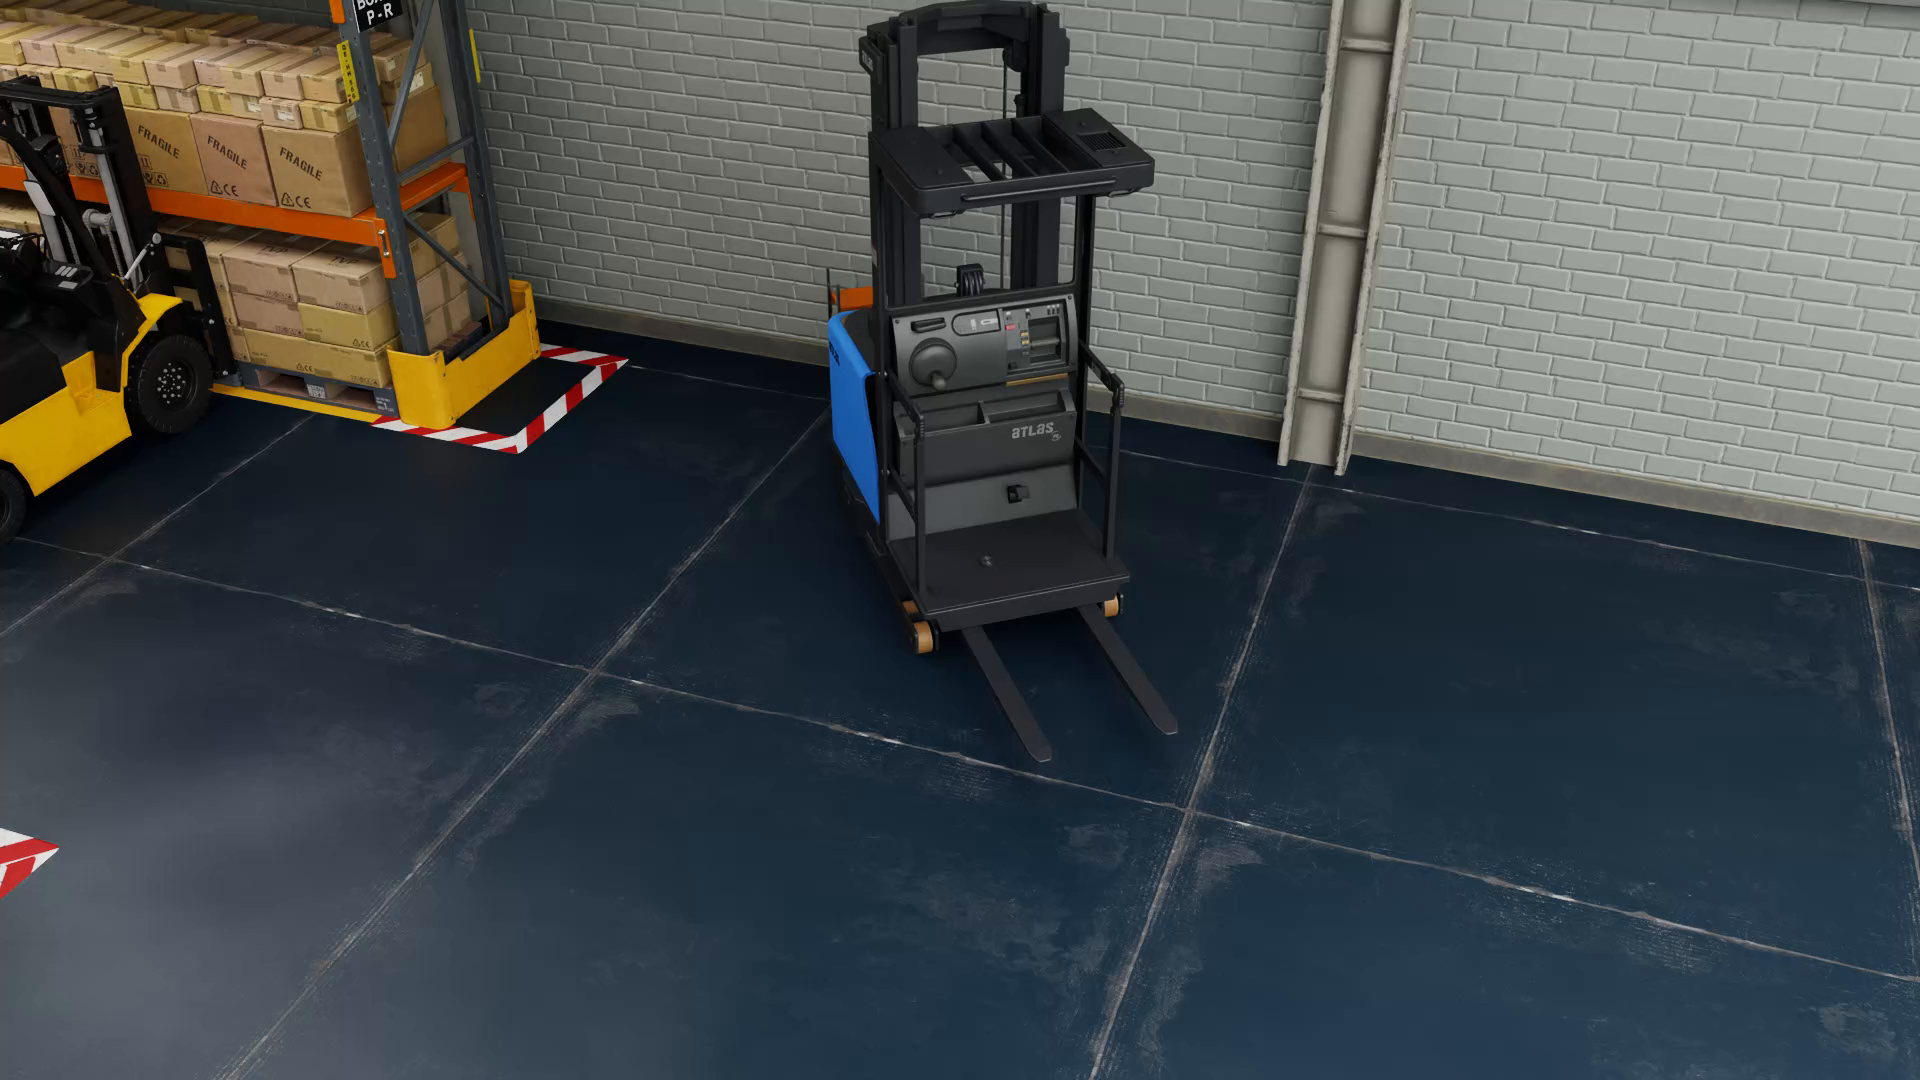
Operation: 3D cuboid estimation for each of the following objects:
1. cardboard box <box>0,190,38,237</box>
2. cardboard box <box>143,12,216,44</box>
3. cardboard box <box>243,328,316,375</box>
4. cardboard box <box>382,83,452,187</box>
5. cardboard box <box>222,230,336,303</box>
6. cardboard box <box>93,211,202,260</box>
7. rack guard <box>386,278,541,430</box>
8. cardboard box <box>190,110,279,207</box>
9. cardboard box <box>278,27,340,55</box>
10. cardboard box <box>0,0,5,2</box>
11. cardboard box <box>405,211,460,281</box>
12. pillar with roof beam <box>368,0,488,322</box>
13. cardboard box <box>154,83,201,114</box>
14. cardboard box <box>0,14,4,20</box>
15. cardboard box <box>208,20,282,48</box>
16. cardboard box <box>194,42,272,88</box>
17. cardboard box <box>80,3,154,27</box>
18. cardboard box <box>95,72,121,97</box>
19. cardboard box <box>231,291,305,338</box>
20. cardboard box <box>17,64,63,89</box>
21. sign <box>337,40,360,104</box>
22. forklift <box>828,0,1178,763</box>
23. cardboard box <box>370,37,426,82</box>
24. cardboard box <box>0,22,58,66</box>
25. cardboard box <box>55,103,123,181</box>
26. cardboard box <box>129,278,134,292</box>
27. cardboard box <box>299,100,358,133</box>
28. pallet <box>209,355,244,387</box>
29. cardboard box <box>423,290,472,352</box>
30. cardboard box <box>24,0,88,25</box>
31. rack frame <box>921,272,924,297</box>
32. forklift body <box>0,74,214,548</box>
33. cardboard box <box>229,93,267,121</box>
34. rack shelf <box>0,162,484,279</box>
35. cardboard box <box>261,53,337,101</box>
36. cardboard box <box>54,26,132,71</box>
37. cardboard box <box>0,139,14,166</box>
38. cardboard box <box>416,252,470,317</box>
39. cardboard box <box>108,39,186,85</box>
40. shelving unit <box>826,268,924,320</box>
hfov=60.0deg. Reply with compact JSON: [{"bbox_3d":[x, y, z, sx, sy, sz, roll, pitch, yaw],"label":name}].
[{"bbox_3d":[-6.108,-2.090,10.916,0.500,0.250,0.500,11,34,17],"label":"cardboard box"},{"bbox_3d":[-4.861,-3.172,10.401,0.250,0.149,0.380,11,34,17],"label":"cardboard box"},{"bbox_3d":[-4.184,-1.306,10.624,0.500,0.250,0.500,11,34,16],"label":"cardboard box"},{"bbox_3d":[-3.543,-2.539,10.293,0.500,0.500,0.500,12,35,18],"label":"cardboard box"},{"bbox_3d":[-4.192,-1.721,10.345,0.500,0.250,0.500,12,35,17],"label":"cardboard box"},{"bbox_3d":[-5.145,-1.905,10.629,0.500,0.250,0.500,10,34,15],"label":"cardboard box"},{"bbox_3d":[-3.148,-1.210,10.631,0.348,0.500,1.175,11,34,16],"label":"rack guard"},{"bbox_3d":[-4.208,-2.362,10.019,0.500,0.500,0.500,12,35,18],"label":"cardboard box"},{"bbox_3d":[-3.903,-2.981,10.105,0.250,0.149,0.380,12,35,17],"label":"cardboard box"},{"bbox_3d":[-6.311,-3.465,10.854,0.250,0.149,0.380,10,34,15],"label":"cardboard box"},{"bbox_3d":[-3.559,-1.890,10.607,0.500,0.250,0.500,10,34,16],"label":"cardboard box"},{"bbox_3d":[-4.974,-3.174,5.838,0.400,9.000,9.100,11,34,16],"label":"pillar with roof beam"},{"bbox_3d":[-4.562,-2.686,9.922,0.250,0.149,0.380,10,34,15],"label":"cardboard box"},{"bbox_3d":[-6.216,-3.182,10.417,0.250,0.149,0.380,10,34,16],"label":"cardboard box"},{"bbox_3d":[-4.387,-3.069,10.242,0.250,0.149,0.380,12,35,18],"label":"cardboard box"},{"bbox_3d":[-4.286,-2.809,9.838,0.250,0.149,0.380,11,35,17],"label":"cardboard box"},{"bbox_3d":[-5.339,-3.281,10.570,0.250,0.149,0.380,11,34,16],"label":"cardboard box"},{"bbox_3d":[-5.012,-2.813,10.120,0.250,0.149,0.380,11,34,16],"label":"cardboard box"},{"bbox_3d":[-4.203,-1.522,10.498,0.500,0.250,0.500,11,34,16],"label":"cardboard box"},{"bbox_3d":[-5.529,-2.869,10.207,0.250,0.149,0.380,10,34,15],"label":"cardboard box"},{"bbox_3d":[-3.367,-2.576,9.156,0.005,0.325,0.100,11,34,16],"label":"sign"},{"bbox_3d":[0.195,-0.906,7.919,1.130,2.935,3.031,-10,34,-15],"label":"forklift"},{"bbox_3d":[-3.415,-2.875,9.940,0.250,0.149,0.380,10,34,16],"label":"cardboard box"},{"bbox_3d":[-5.755,-3.049,10.211,0.250,0.149,0.380,10,34,16],"label":"cardboard box"},{"bbox_3d":[-5.167,-2.542,10.298,0.500,0.500,0.500,11,35,17],"label":"cardboard box"},{"bbox_3d":[-5.165,-1.700,10.772,0.500,0.250,0.500,11,34,16],"label":"cardboard box"},{"bbox_3d":[-3.591,-2.499,9.634,0.250,0.149,0.380,12,35,17],"label":"cardboard box"},{"bbox_3d":[-5.049,-1.436,11.247,1.213,0.211,1.003,11,34,16],"label":"pallet"},{"bbox_3d":[-3.567,-1.475,10.886,0.500,0.250,0.500,11,34,17],"label":"cardboard box"},{"bbox_3d":[-5.801,-3.409,10.769,0.250,0.149,0.380,10,34,16],"label":"cardboard box"},{"bbox_3d":[-0.248,-1.051,9.740,0.015,1.200,0.240,-10,34,-16],"label":"rack frame"},{"bbox_3d":[-5.571,-1.323,9.285,1.214,2.155,2.313,11,34,16],"label":"forklift body"},{"bbox_3d":[-4.066,-2.610,9.804,0.250,0.149,0.380,12,35,17],"label":"cardboard box"},{"bbox_3d":[-5.053,-2.328,10.722,4.000,0.370,1.077,11,34,16],"label":"rack shelf"},{"bbox_3d":[-3.821,-2.691,9.656,0.250,0.149,0.380,11,34,17],"label":"cardboard box"},{"bbox_3d":[-5.256,-2.994,10.126,0.250,0.149,0.380,11,34,17],"label":"cardboard box"},{"bbox_3d":[-6.110,-2.737,10.600,0.500,0.500,0.500,12,35,17],"label":"cardboard box"},{"bbox_3d":[-3.543,-1.688,10.754,0.500,0.250,0.500,12,35,17],"label":"cardboard box"},{"bbox_3d":[-4.814,-2.844,9.893,0.250,0.149,0.380,12,35,17],"label":"cardboard box"},{"bbox_3d":[-0.479,-1.009,9.674,0.503,1.200,0.258,-10,34,-16],"label":"shelving unit"}]
